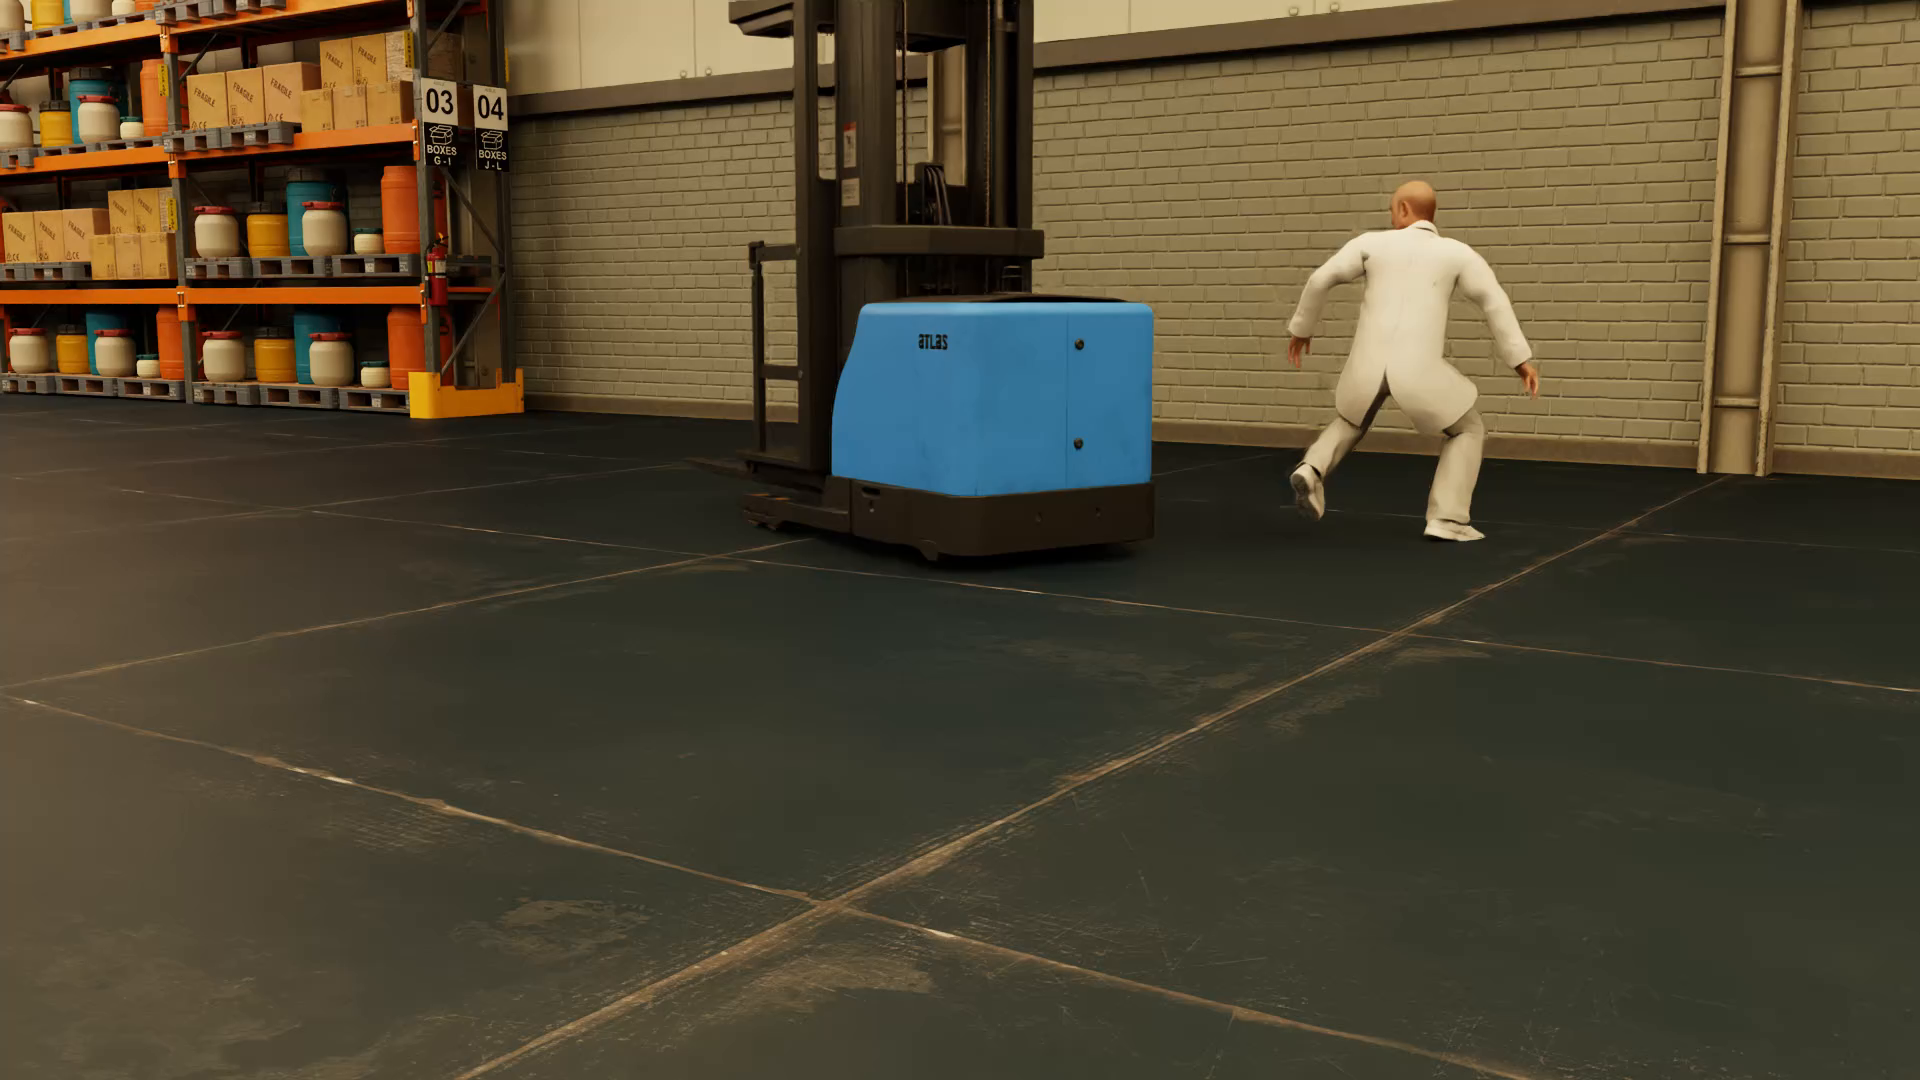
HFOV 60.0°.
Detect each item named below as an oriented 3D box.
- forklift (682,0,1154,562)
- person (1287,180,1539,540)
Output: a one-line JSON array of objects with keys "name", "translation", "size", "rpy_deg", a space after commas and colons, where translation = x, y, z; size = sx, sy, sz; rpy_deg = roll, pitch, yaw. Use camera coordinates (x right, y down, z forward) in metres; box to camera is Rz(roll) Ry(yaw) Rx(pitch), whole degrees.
[{"name": "forklift", "translation": [-0.406, -1.526, 7.925], "size": [1.130, 2.935, 3.031], "rpy_deg": [-5, 10, -34]}, {"name": "person", "translation": [2.049, -0.797, 7.586], "size": [1.120, 1.658, 0.542], "rpy_deg": [5, 9, 30]}]
